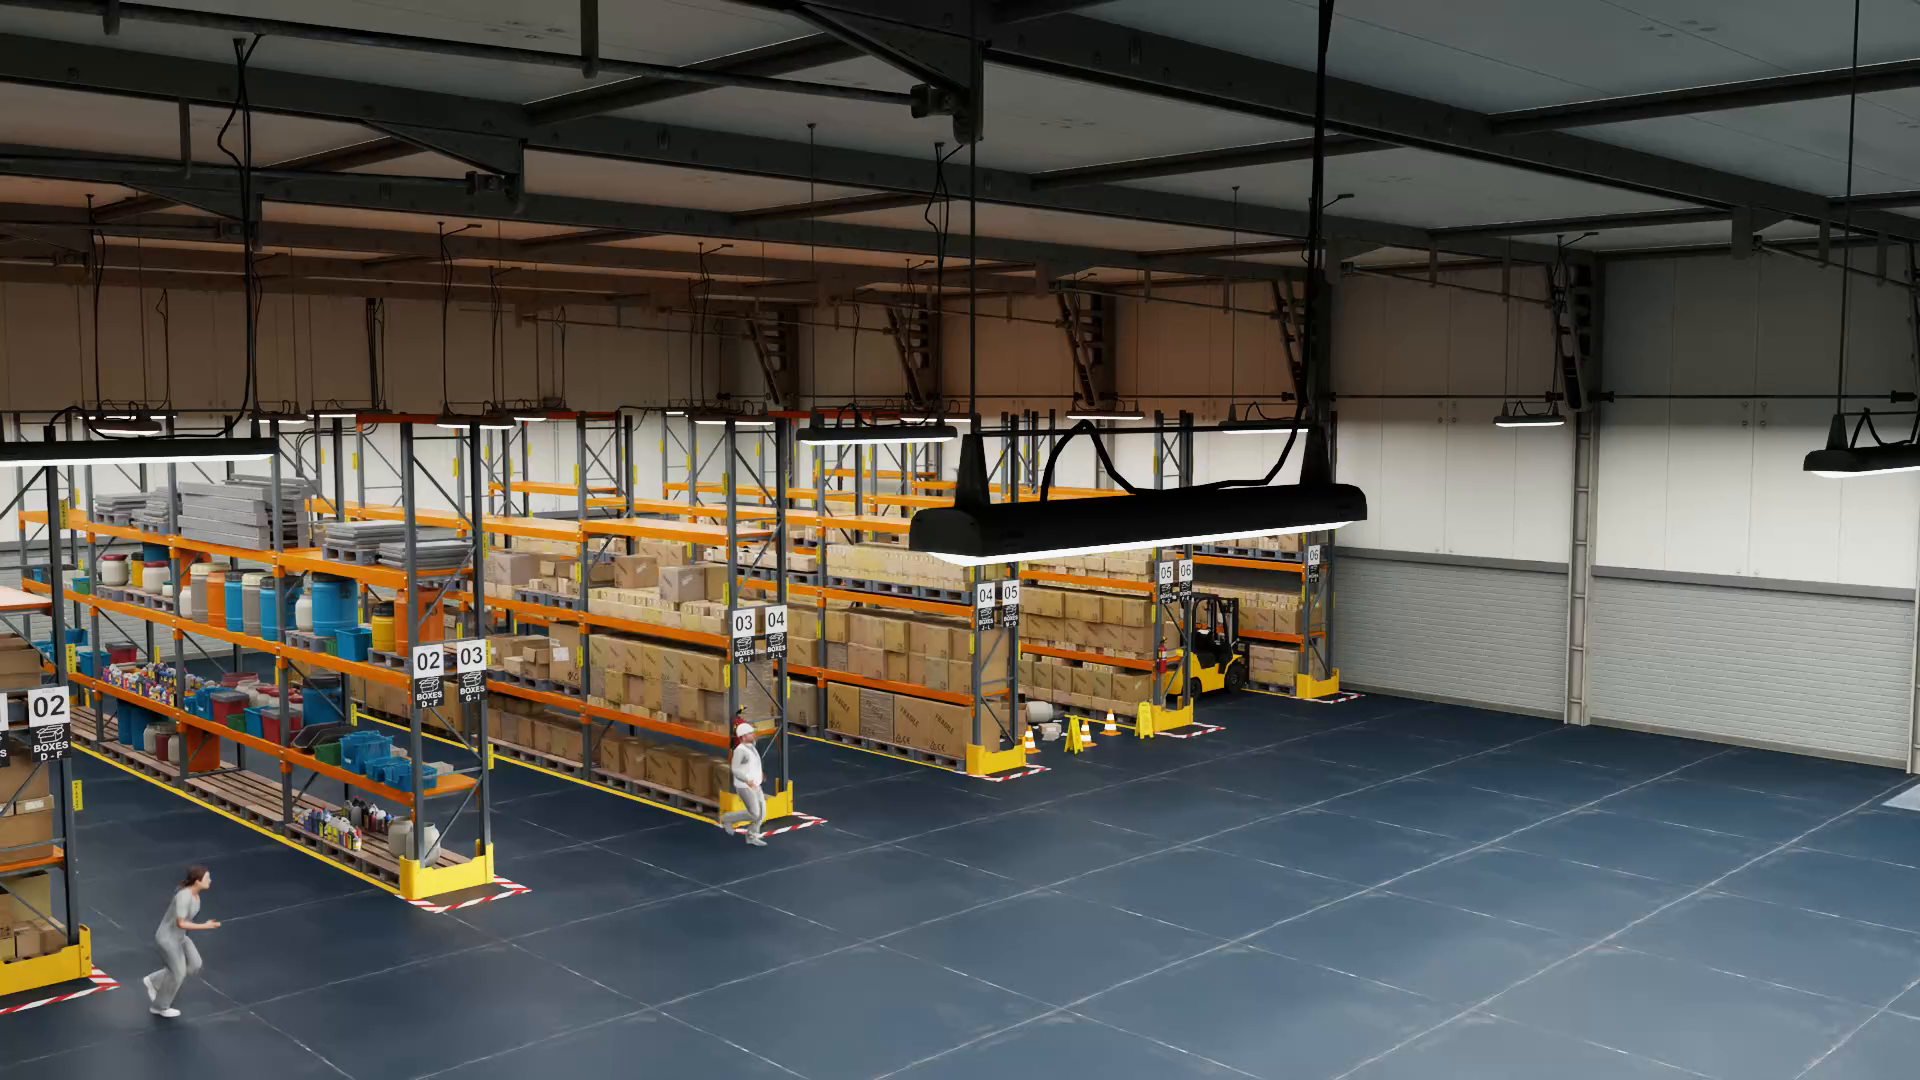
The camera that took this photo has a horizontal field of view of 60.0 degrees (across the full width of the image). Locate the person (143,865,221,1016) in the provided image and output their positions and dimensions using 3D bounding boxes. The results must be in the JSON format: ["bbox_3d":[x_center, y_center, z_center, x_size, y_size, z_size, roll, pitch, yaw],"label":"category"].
[{"bbox_3d":[-7.974,4.094,17.071,0.778,1.547,0.579,-1,5,-9],"label":"person"}]

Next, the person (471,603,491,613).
[{"bbox_3d":[-11.601,1.995,40.269,0.693,1.821,0.706,2,5,22],"label":"person"}]

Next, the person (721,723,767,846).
[{"bbox_3d":[-3.040,3.445,23.451,0.638,1.745,0.670,1,5,12],"label":"person"}]
